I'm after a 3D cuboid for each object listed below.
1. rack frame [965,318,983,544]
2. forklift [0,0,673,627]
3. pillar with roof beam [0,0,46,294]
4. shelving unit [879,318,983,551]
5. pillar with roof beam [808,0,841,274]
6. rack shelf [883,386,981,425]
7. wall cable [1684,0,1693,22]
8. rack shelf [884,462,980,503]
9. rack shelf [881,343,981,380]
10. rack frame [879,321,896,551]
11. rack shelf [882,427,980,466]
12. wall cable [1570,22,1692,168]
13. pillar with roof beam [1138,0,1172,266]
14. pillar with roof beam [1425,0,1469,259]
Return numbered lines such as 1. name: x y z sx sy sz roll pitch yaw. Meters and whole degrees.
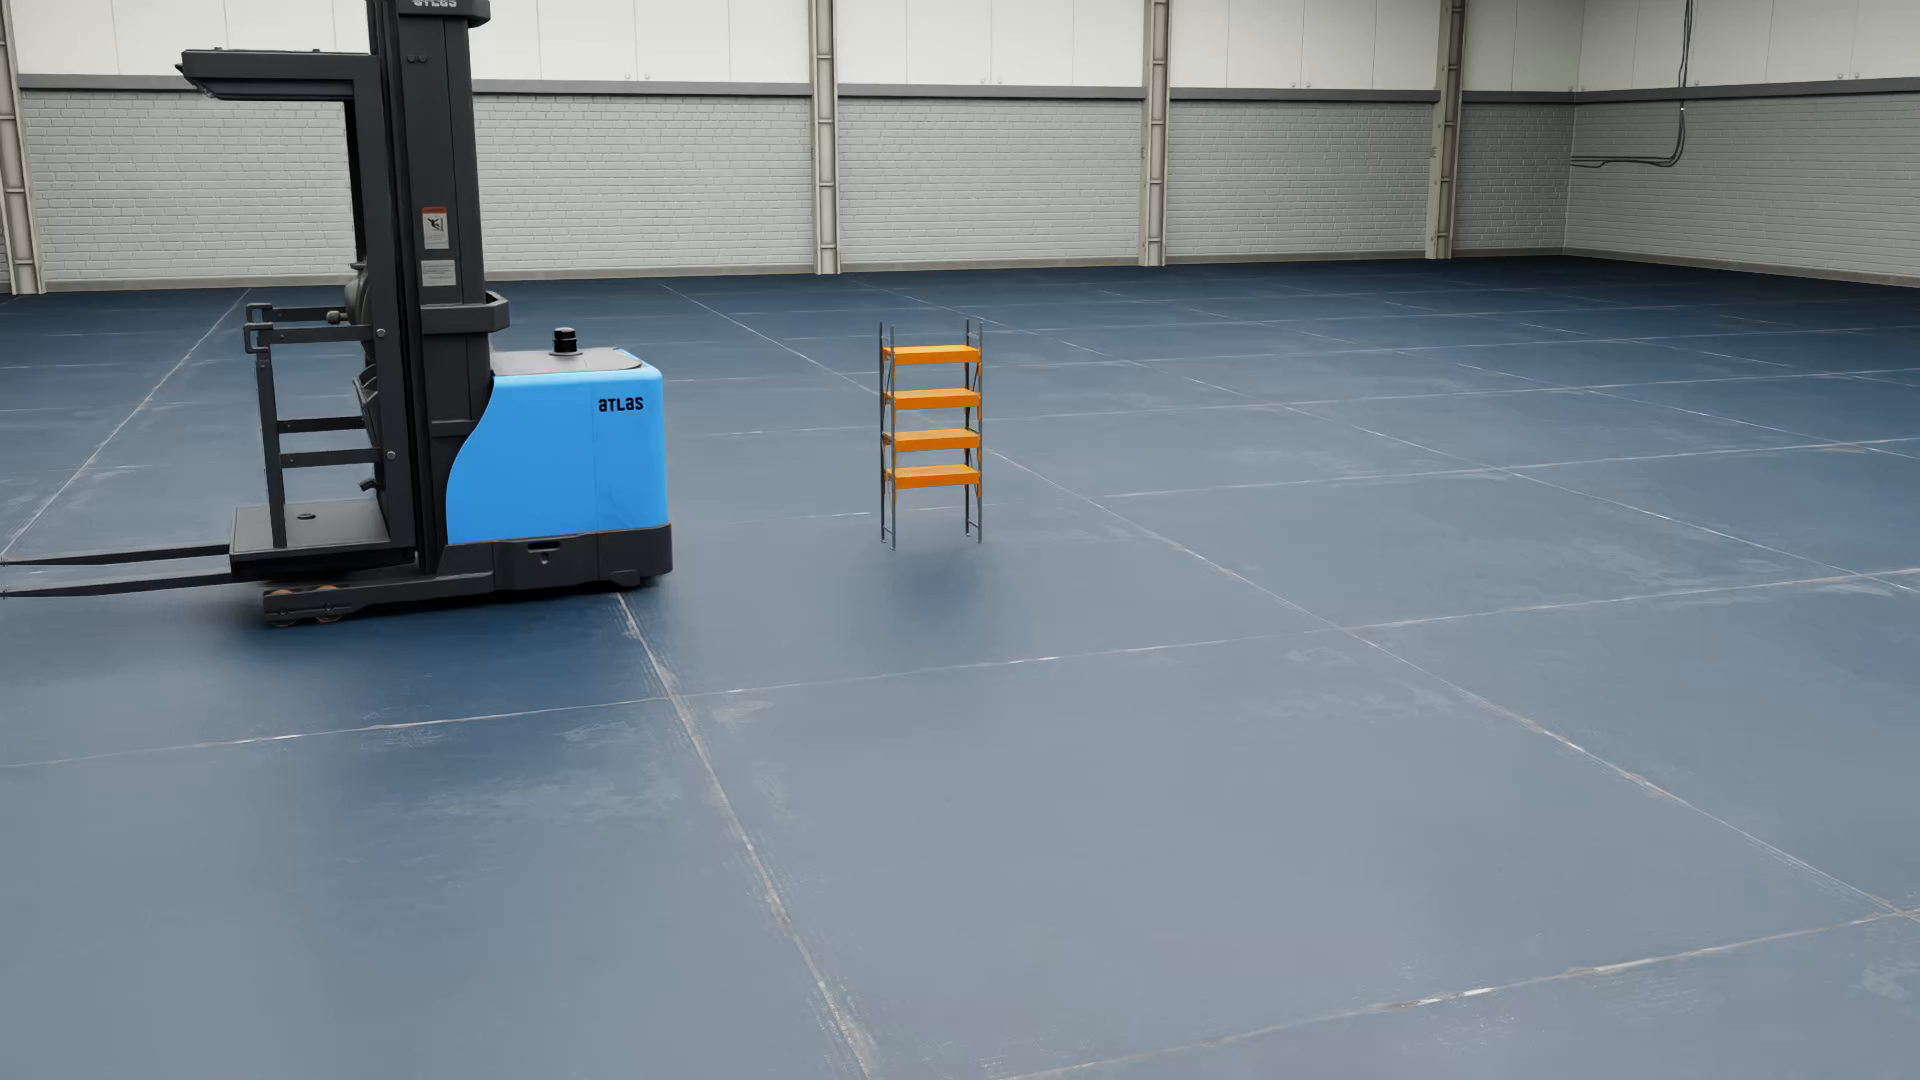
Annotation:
1. rack frame: 0.074 -0.590 9.028 0.015 1.200 0.240 -4 14 -18
2. forklift: -2.986 -1.173 7.739 3.031 2.935 1.130 -5 14 -21
3. pillar with roof beam: -12.245 -7.047 19.322 0.400 9.000 9.100 -4 14 -18
4. shelving unit: -0.157 -0.572 8.953 0.503 1.200 0.258 -4 14 -18
5. pillar with roof beam: -0.871 -7.932 23.045 0.400 9.000 9.100 -4 14 -18
6. rack shelf: -0.157 -0.724 8.916 0.480 0.148 0.258 -4 14 -18
7. wall cable: 13.206 -10.043 27.713 0.112 2.526 3.097 -4 14 -18
8. rack shelf: -0.157 -0.313 9.014 0.480 0.148 0.258 -4 14 -18
9. rack shelf: -0.157 -0.954 8.862 0.480 0.148 0.258 -4 14 -18
10. rack frame: -0.388 -0.553 8.877 0.015 1.200 0.240 -4 14 -18
11. rack shelf: -0.157 -0.506 8.968 0.480 0.148 0.258 -4 14 -18
12. wall cable: 12.343 -8.179 30.792 0.112 2.526 3.097 -4 14 -18
13. pillar with roof beam: 4.815 -8.375 24.907 0.400 9.000 9.100 -4 14 -18
14. pillar with roof beam: 10.502 -8.818 26.768 0.400 9.000 9.100 -4 14 -18
